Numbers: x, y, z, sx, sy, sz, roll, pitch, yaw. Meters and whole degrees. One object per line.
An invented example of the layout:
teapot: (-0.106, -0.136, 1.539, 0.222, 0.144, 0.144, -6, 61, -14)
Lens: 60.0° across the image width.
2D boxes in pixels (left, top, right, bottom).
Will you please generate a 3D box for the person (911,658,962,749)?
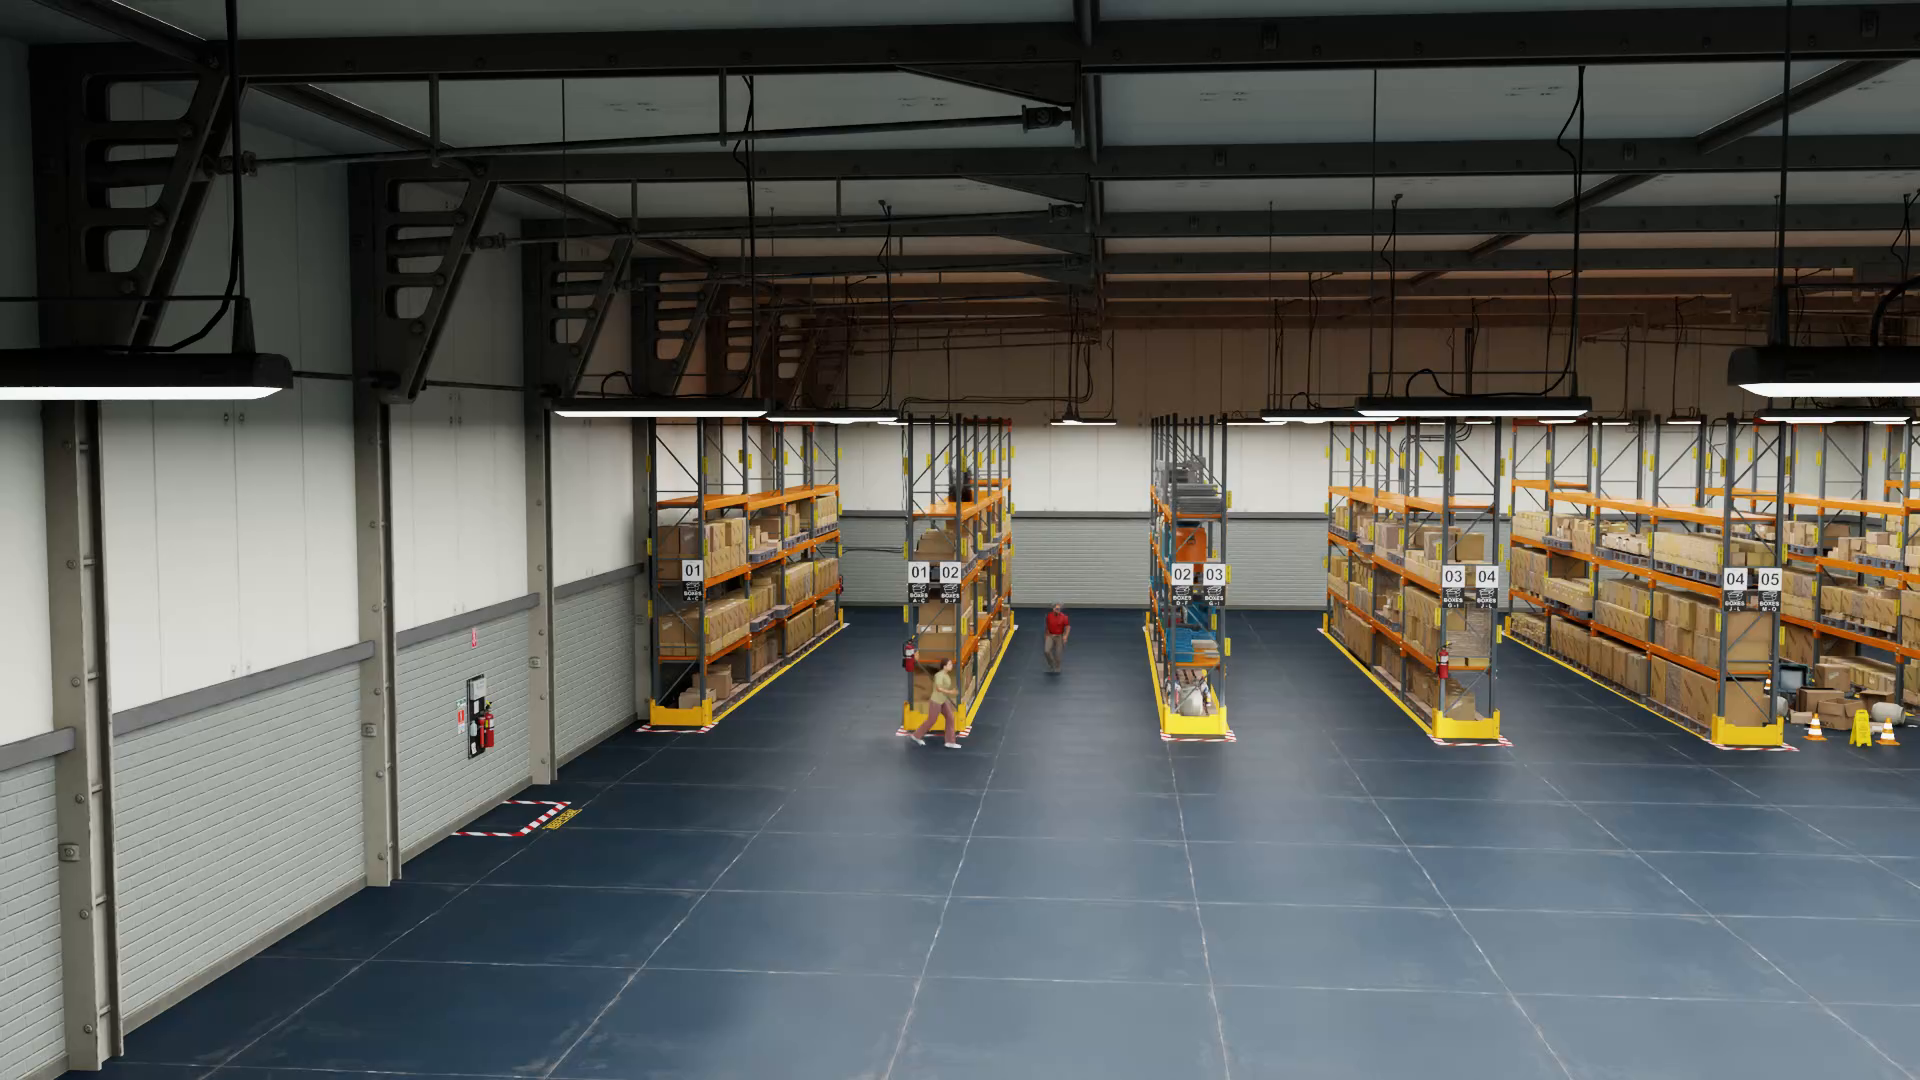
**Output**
person: (-0.432, 2.905, 29.699, 0.931, 1.635, 0.569, 1, 4, 20)

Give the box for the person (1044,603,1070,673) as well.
person: (2.245, 2.280, 38.624, 0.659, 1.668, 0.745, 1, 4, 13)
